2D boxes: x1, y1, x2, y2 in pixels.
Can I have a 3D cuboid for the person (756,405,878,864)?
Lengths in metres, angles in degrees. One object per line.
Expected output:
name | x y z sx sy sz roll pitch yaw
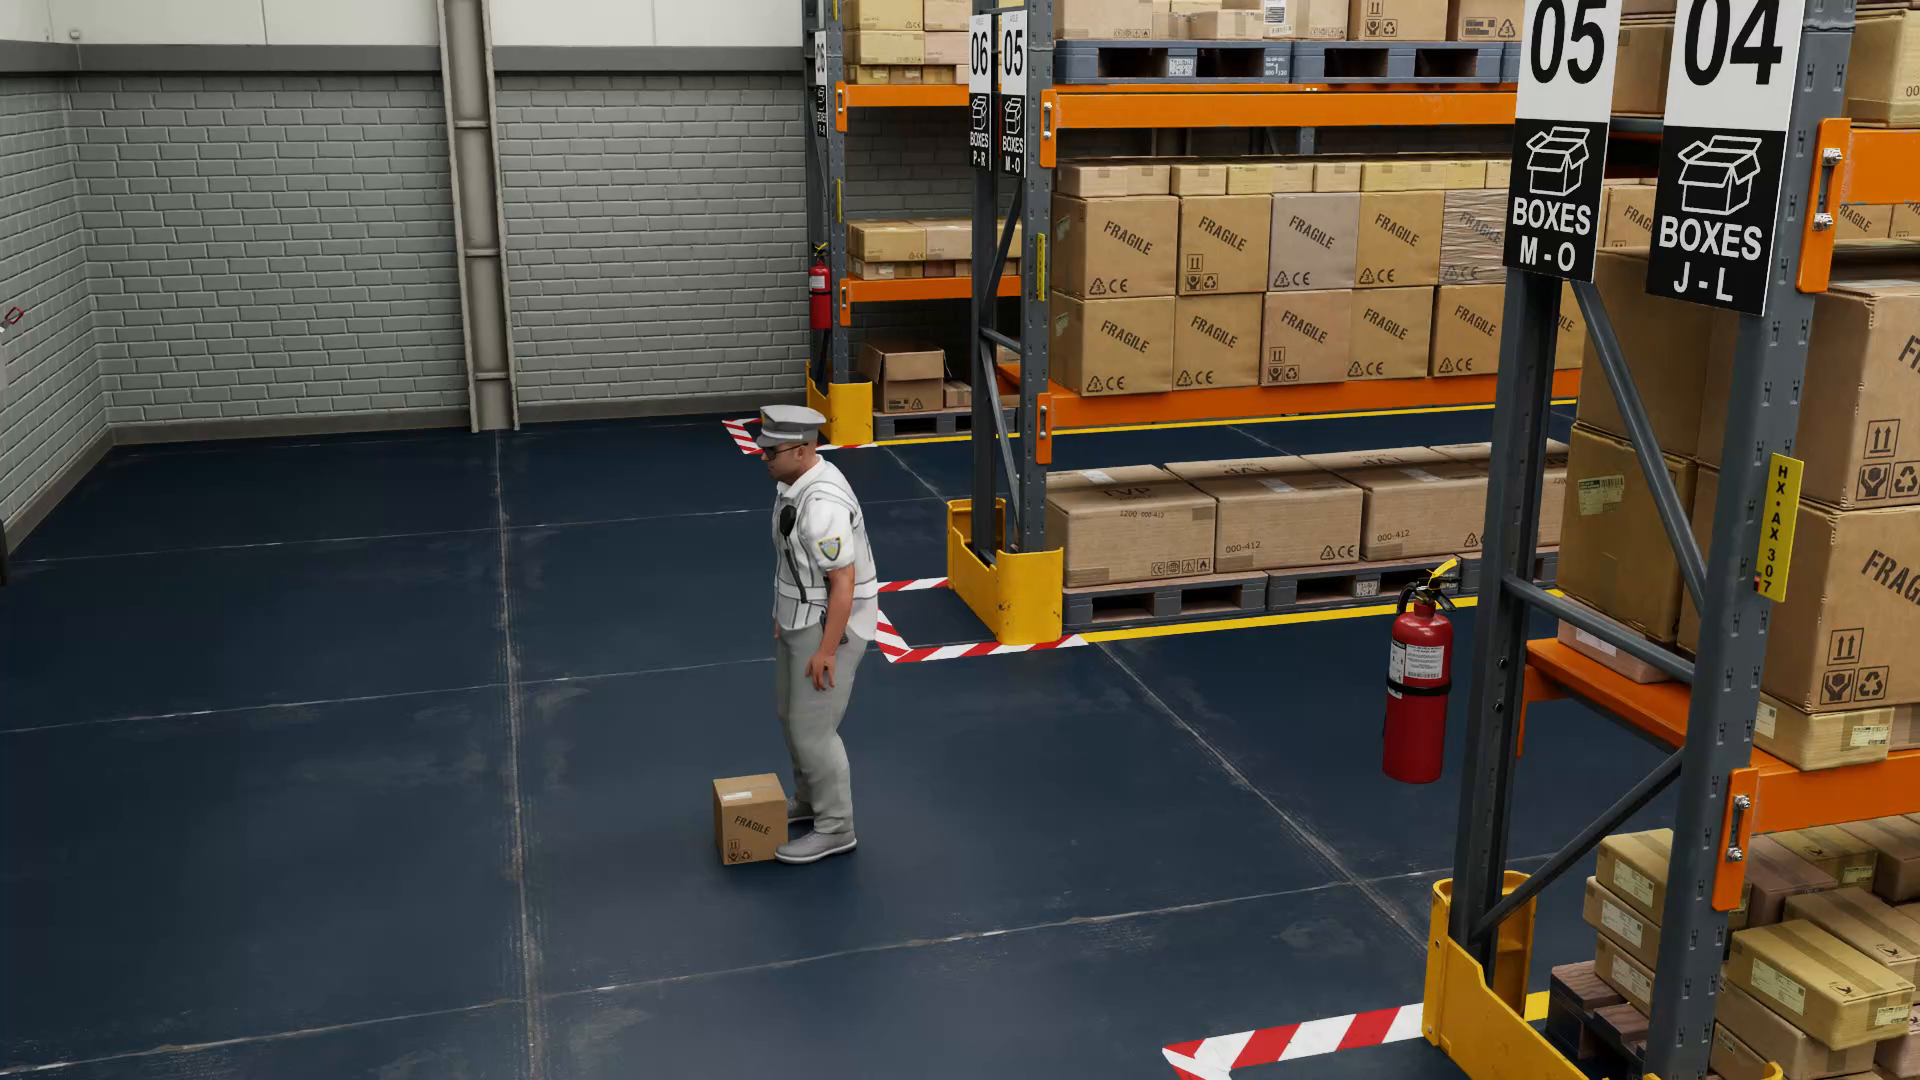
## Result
person | -0.547 0.338 6.327 0.437 1.747 0.603 -6 17 -19
